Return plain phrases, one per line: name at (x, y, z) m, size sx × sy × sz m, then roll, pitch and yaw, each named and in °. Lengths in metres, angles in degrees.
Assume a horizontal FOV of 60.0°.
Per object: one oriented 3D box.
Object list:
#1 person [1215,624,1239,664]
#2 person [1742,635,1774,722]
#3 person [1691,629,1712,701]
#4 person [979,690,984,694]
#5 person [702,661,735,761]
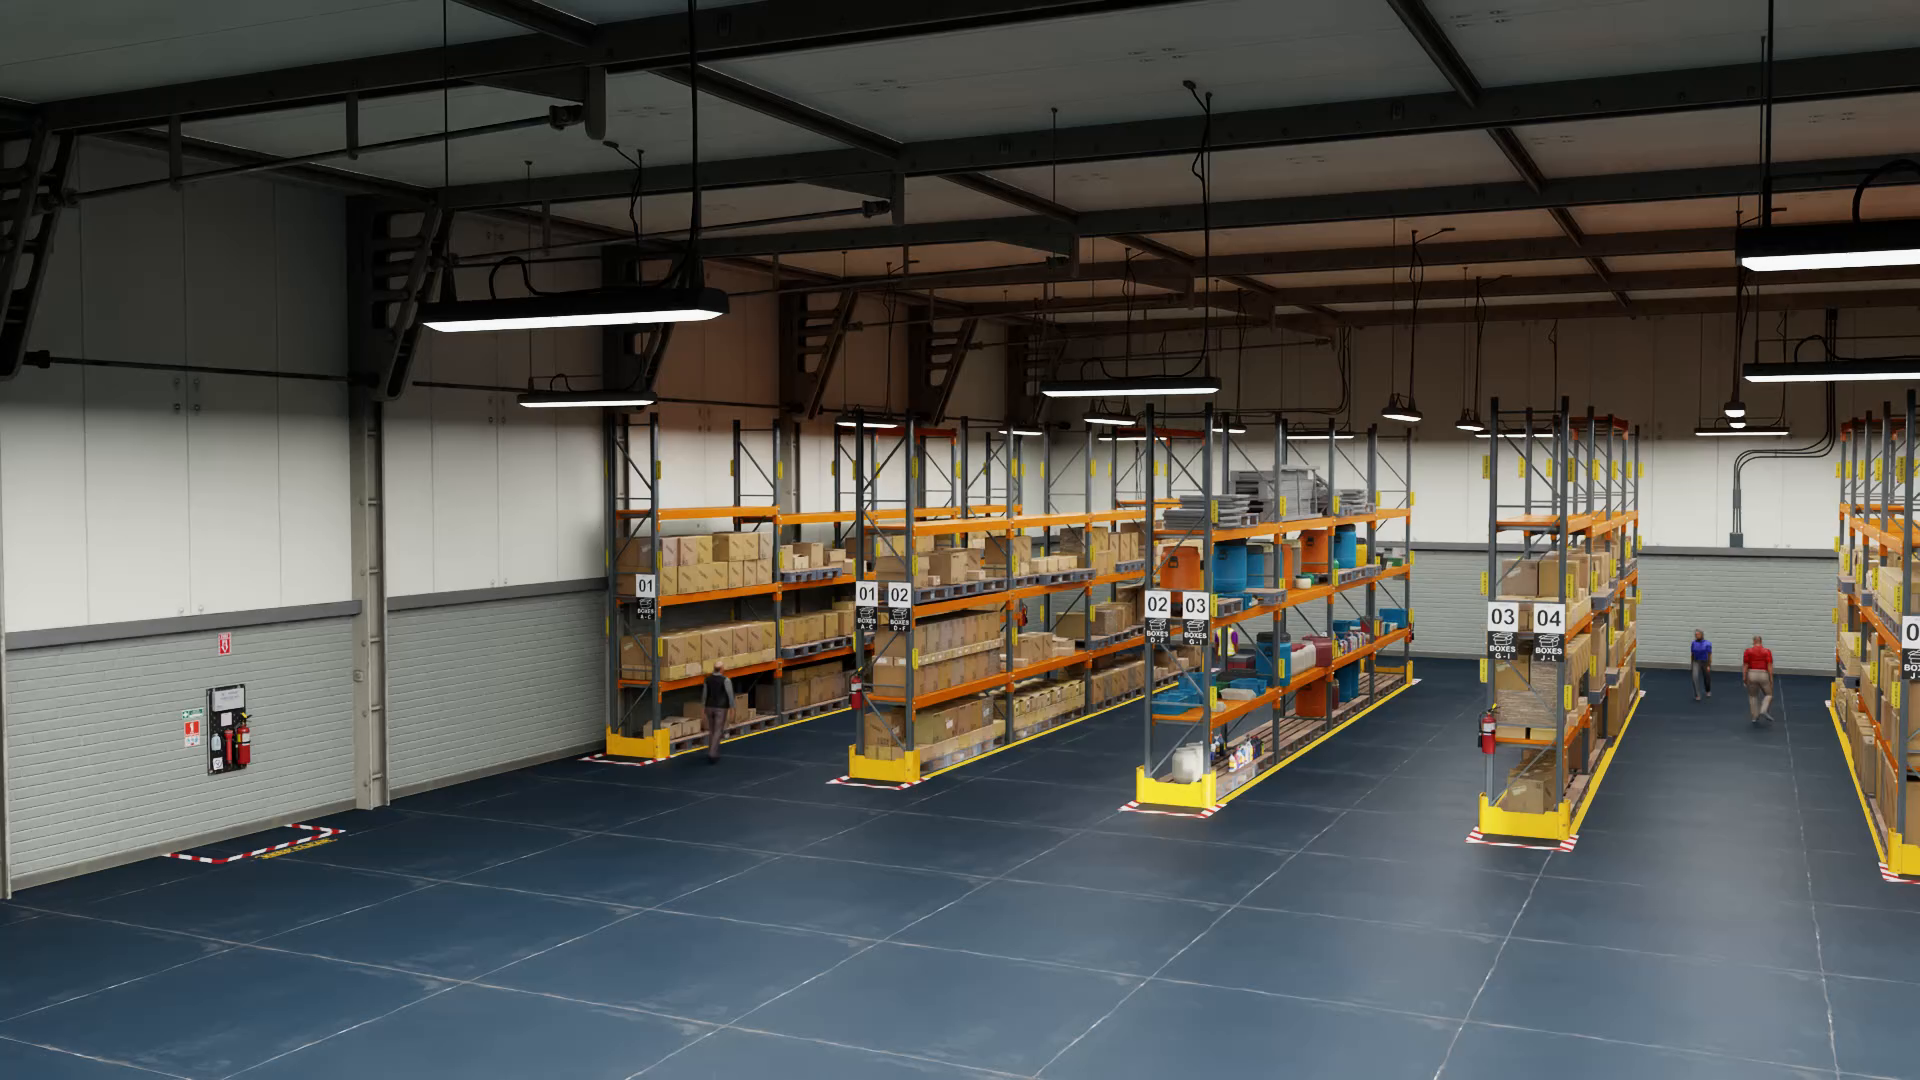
person at (5.922, 2.576, 36.933) m, size 0.597 × 1.762 × 0.537 m, roll 2°, pitch 3°, yaw 39°
person at (15.827, 2.755, 32.962) m, size 0.586 × 1.724 × 0.532 m, roll 1°, pitch 3°, yaw 30°
person at (16.135, 2.699, 36.195) m, size 0.431 × 1.532 × 0.976 m, roll 2°, pitch 3°, yaw 32°
person at (0.398, 2.750, 34.065) m, size 0.489 × 1.667 × 0.532 m, roll 1°, pitch 3°, yaw 17°
person at (-4.192, 2.948, 28.755) m, size 0.629 × 1.734 × 0.706 m, roll 1°, pitch 3°, yaw 25°
